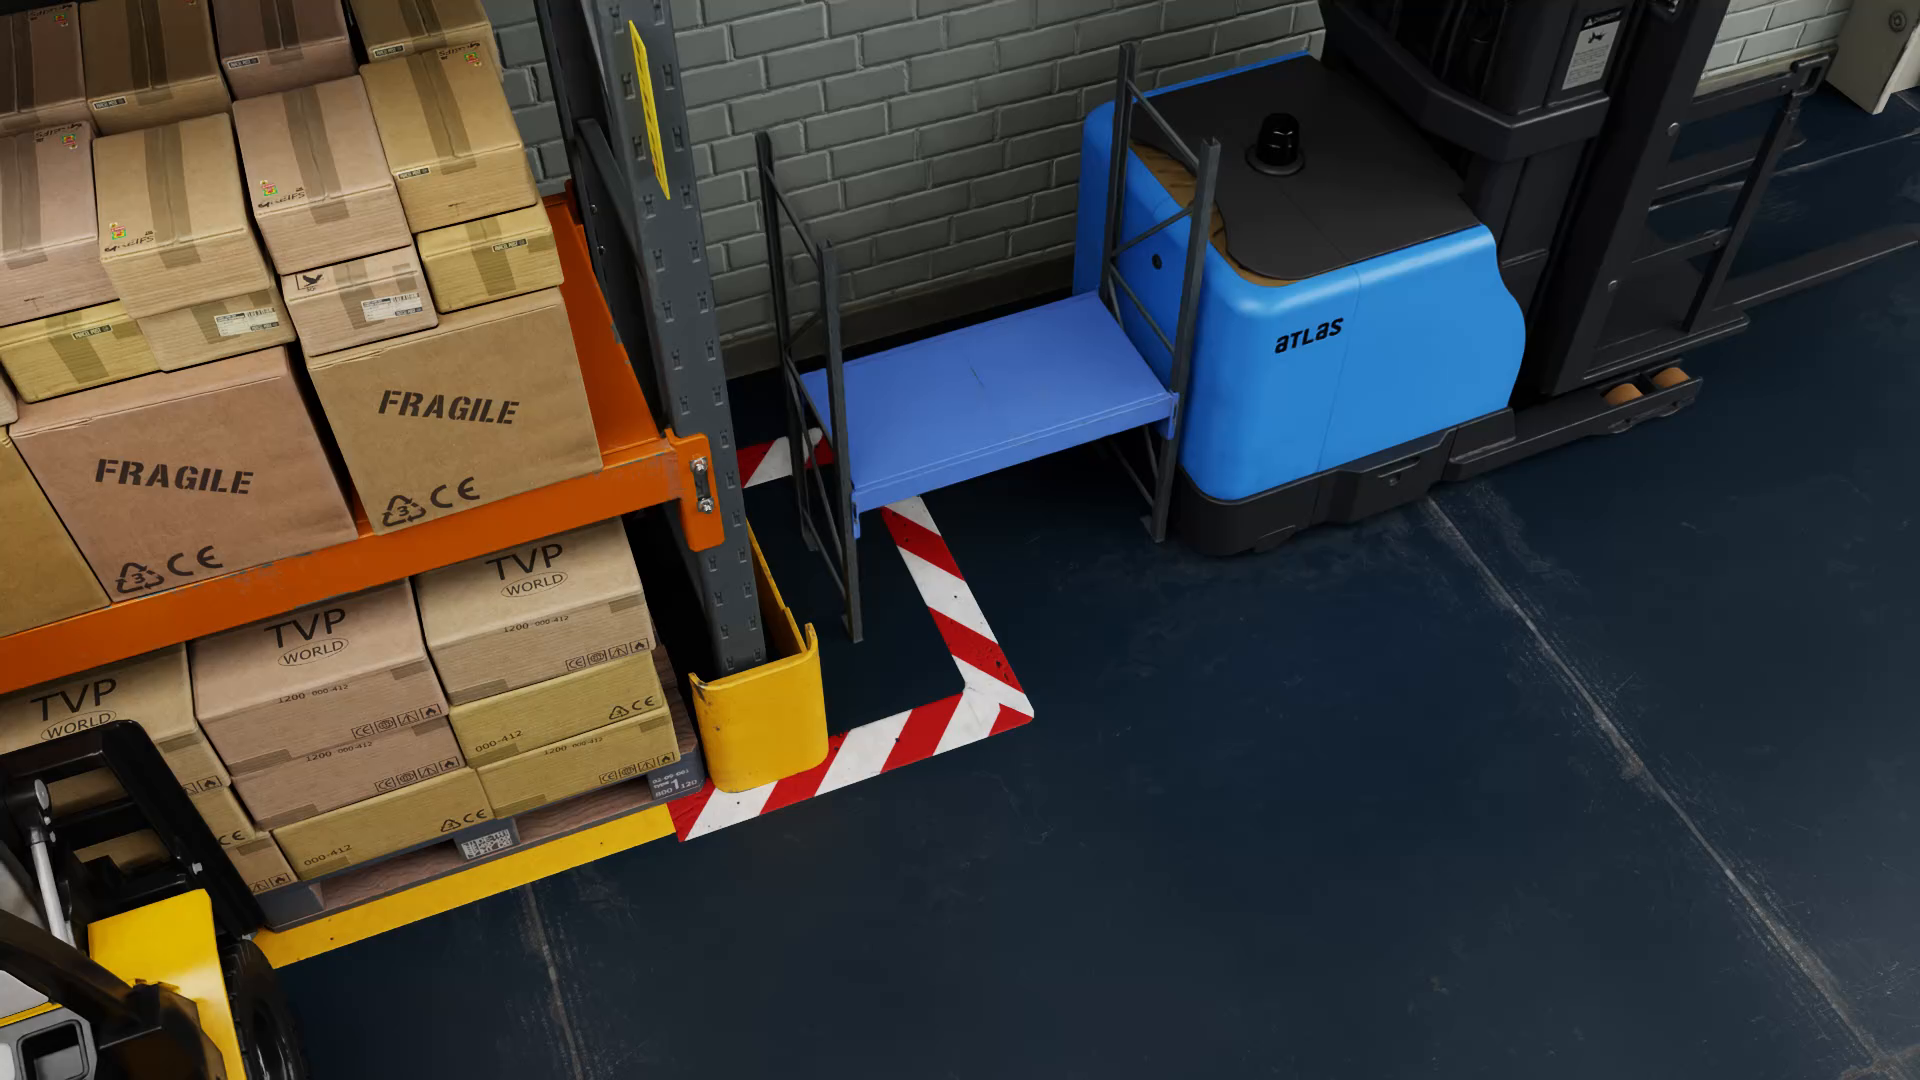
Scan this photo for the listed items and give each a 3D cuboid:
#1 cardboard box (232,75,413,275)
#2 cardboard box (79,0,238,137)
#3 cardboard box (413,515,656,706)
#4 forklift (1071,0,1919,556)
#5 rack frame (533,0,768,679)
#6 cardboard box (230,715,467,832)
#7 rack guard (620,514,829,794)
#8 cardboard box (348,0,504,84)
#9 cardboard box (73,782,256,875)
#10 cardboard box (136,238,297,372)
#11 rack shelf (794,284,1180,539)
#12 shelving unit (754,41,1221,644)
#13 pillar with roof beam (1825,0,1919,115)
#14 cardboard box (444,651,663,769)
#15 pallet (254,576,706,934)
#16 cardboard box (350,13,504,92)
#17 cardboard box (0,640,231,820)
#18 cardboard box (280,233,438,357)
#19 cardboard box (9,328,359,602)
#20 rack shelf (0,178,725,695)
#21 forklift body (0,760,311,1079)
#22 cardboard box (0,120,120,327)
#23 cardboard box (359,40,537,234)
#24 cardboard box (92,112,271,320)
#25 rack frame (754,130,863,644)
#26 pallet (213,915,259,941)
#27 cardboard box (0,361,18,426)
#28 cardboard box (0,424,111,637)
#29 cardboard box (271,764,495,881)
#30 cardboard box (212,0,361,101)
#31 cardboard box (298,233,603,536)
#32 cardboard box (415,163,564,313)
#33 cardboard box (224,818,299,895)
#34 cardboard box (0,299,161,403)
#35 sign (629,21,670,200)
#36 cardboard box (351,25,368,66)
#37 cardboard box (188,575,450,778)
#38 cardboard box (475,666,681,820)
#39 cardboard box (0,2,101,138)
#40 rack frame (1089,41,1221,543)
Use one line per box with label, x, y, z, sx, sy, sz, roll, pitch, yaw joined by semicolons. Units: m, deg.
cardboard box;-1.224;-0.705;3.188;0.250;0.149;0.380;-17;51;-14
cardboard box;-1.642;-0.965;3.412;0.250;0.149;0.380;-16;51;-14
cardboard box;-1.064;0.077;4.083;0.500;0.250;0.500;-16;51;-13
forklift;1.915;-1.662;4.745;3.031;2.935;1.130;-19;52;-15
rack frame;-0.756;-0.707;3.880;0.127;3.000;1.000;-17;52;-14
cardboard box;-1.557;0.384;4.149;0.500;0.250;0.500;-18;52;-15
rack guard;-0.734;0.100;4.834;0.348;0.500;1.175;-17;52;-14
cardboard box;-1.148;-1.102;3.529;0.250;0.149;0.380;-18;52;-15
cardboard box;-2.027;0.547;4.009;0.500;0.250;0.500;-18;52;-15
cardboard box;-1.460;-0.529;3.234;0.250;0.149;0.380;-16;51;-14
rack shelf;0.066;-0.389;4.833;1.000;0.185;0.538;-18;52;-15
shelving unit;0.066;-0.506;4.696;1.048;1.500;0.538;-18;52;-15
pillar with roof beam;5.441;-1.793;0.858;0.400;9.000;9.100;-17;52;-14
cardboard box;-1.088;0.248;4.266;0.500;0.250;0.500;-18;52;-15
pallet;-1.448;0.450;4.724;1.213;0.211;1.003;-17;52;-14
cardboard box;-1.168;-1.036;3.669;0.250;0.149;0.380;-18;52;-15
cardboard box;-1.998;0.379;3.823;0.500;0.250;0.500;-17;51;-14
cardboard box;-1.196;-0.561;3.261;0.250;0.149;0.380;-16;51;-14
cardboard box;-1.596;-0.272;3.440;0.500;0.500;0.500;-16;51;-13
rack shelf;-2.607;0.101;3.660;4.000;0.370;1.077;-17;52;-14
forklift body;-1.822;1.394;2.635;1.214;2.155;2.313;-17;52;-14
cardboard box;-1.715;-0.592;3.091;0.250;0.149;0.380;-17;51;-14
cardboard box;-1.008;-0.797;3.268;0.250;0.149;0.380;-17;51;-14
cardboard box;-1.456;-0.611;3.108;0.250;0.149;0.380;-16;51;-13
rack frame;-0.402;-0.356;4.567;0.032;1.500;0.500;-18;52;-15
pallet;-2.576;0.797;4.426;1.213;0.211;1.003;-17;52;-14
cardboard box;-1.923;-0.356;3.085;0.250;0.149;0.380;-19;52;-15
cardboard box;-2.070;-0.125;3.314;0.500;0.500;0.500;-18;52;-15
cardboard box;-1.535;0.544;4.341;0.500;0.250;0.500;-17;52;-14
cardboard box;-1.417;-1.069;3.502;0.250;0.149;0.380;-16;51;-13
cardboard box;-1.112;-0.414;3.563;0.500;0.500;0.500;-18;52;-15
cardboard box;-0.971;-0.655;3.342;0.250;0.149;0.380;-17;51;-14
cardboard box;-2.002;0.682;4.223;0.500;0.250;0.500;-17;51;-14
cardboard box;-1.693;-0.466;3.180;0.250;0.149;0.380;-18;52;-15
sign;-0.564;-0.777;3.020;0.005;0.325;0.100;-17;52;-14
cardboard box;-1.372;-0.921;3.570;0.250;0.149;0.380;-17;52;-14
cardboard box;-1.535;0.228;3.954;0.500;0.250;0.500;-16;51;-14
cardboard box;-1.071;0.408;4.458;0.500;0.250;0.500;-17;51;-14
cardboard box;-1.876;-0.904;3.360;0.250;0.149;0.380;-17;51;-14
rack frame;0.534;-0.657;4.825;0.032;1.500;0.500;-18;52;-15
